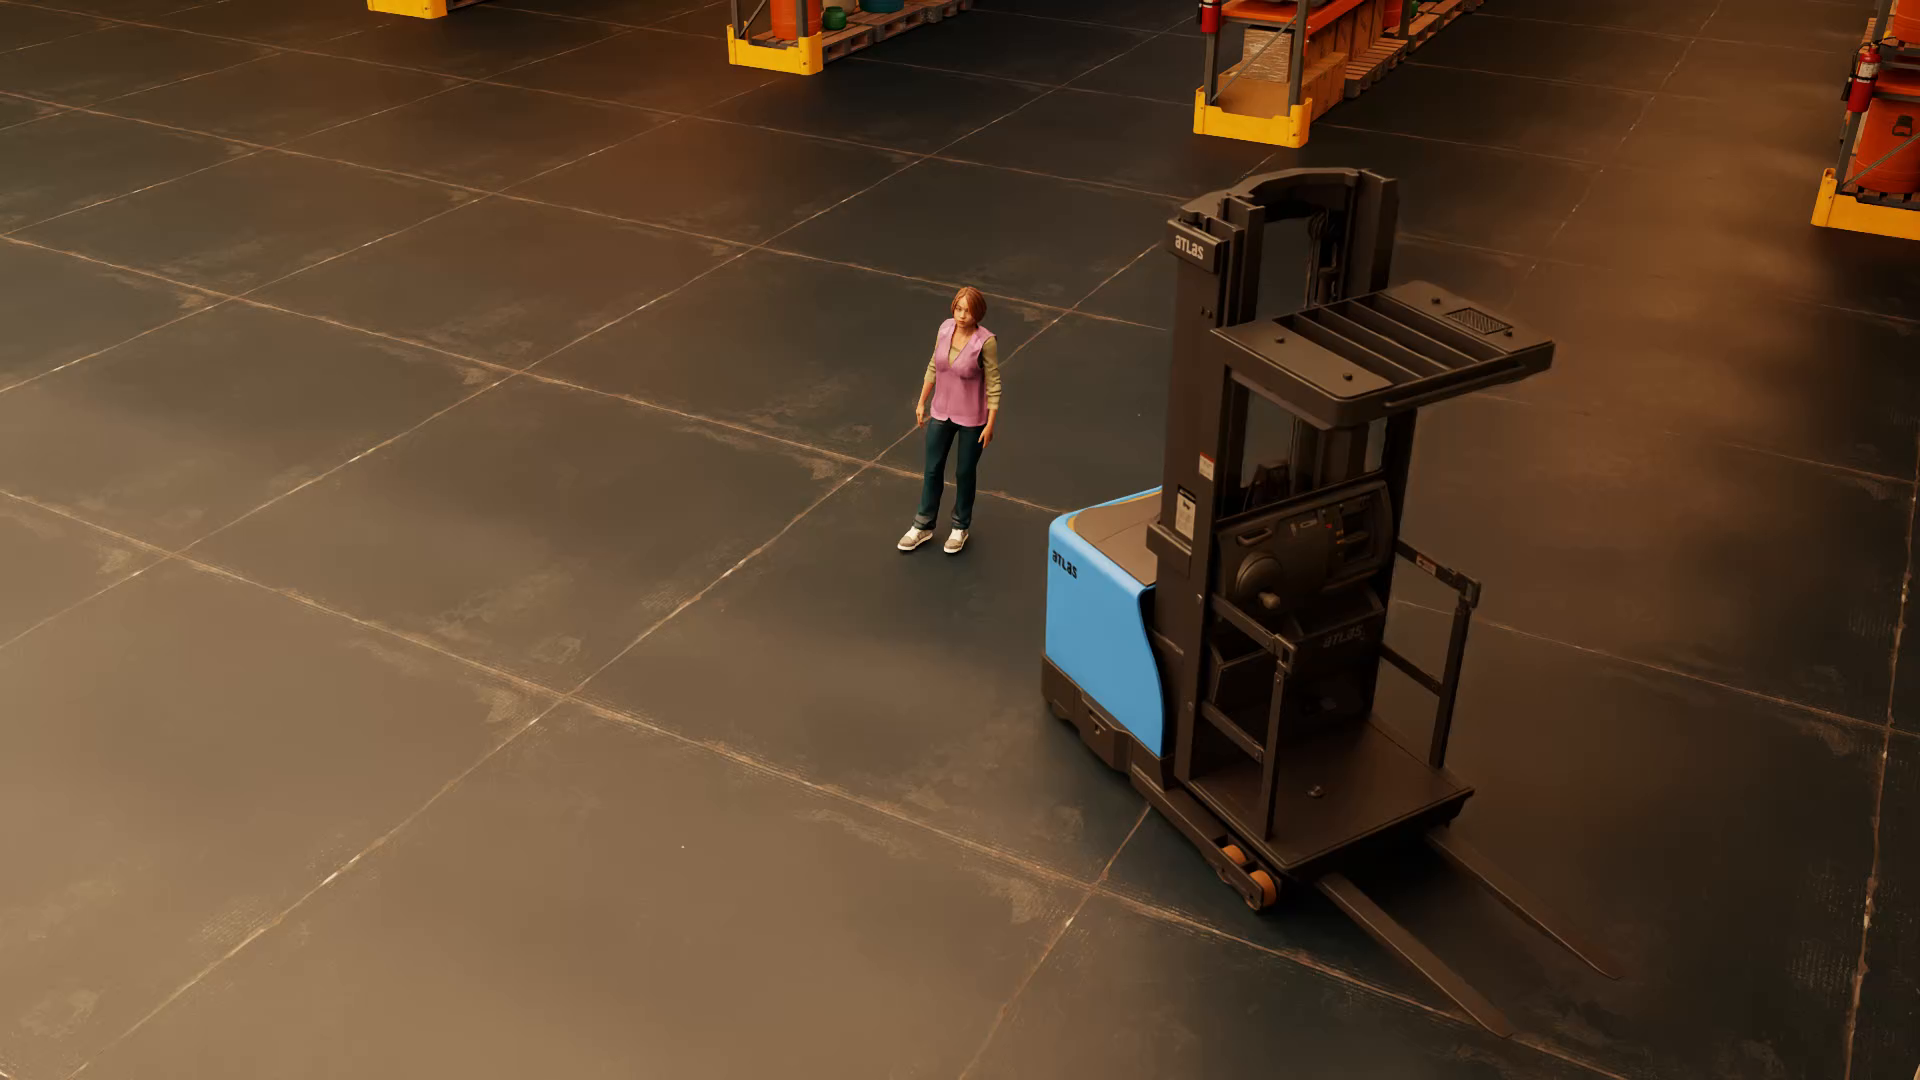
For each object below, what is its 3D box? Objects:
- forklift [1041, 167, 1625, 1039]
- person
[{"bbox_3d":[1.588,0.071,6.948,1.130,2.935,3.031,-16,34,-26],"label":"forklift"},{"bbox_3d":[-0.048,-0.668,9.551,0.520,1.593,0.476,15,33,25],"label":"person"}]
